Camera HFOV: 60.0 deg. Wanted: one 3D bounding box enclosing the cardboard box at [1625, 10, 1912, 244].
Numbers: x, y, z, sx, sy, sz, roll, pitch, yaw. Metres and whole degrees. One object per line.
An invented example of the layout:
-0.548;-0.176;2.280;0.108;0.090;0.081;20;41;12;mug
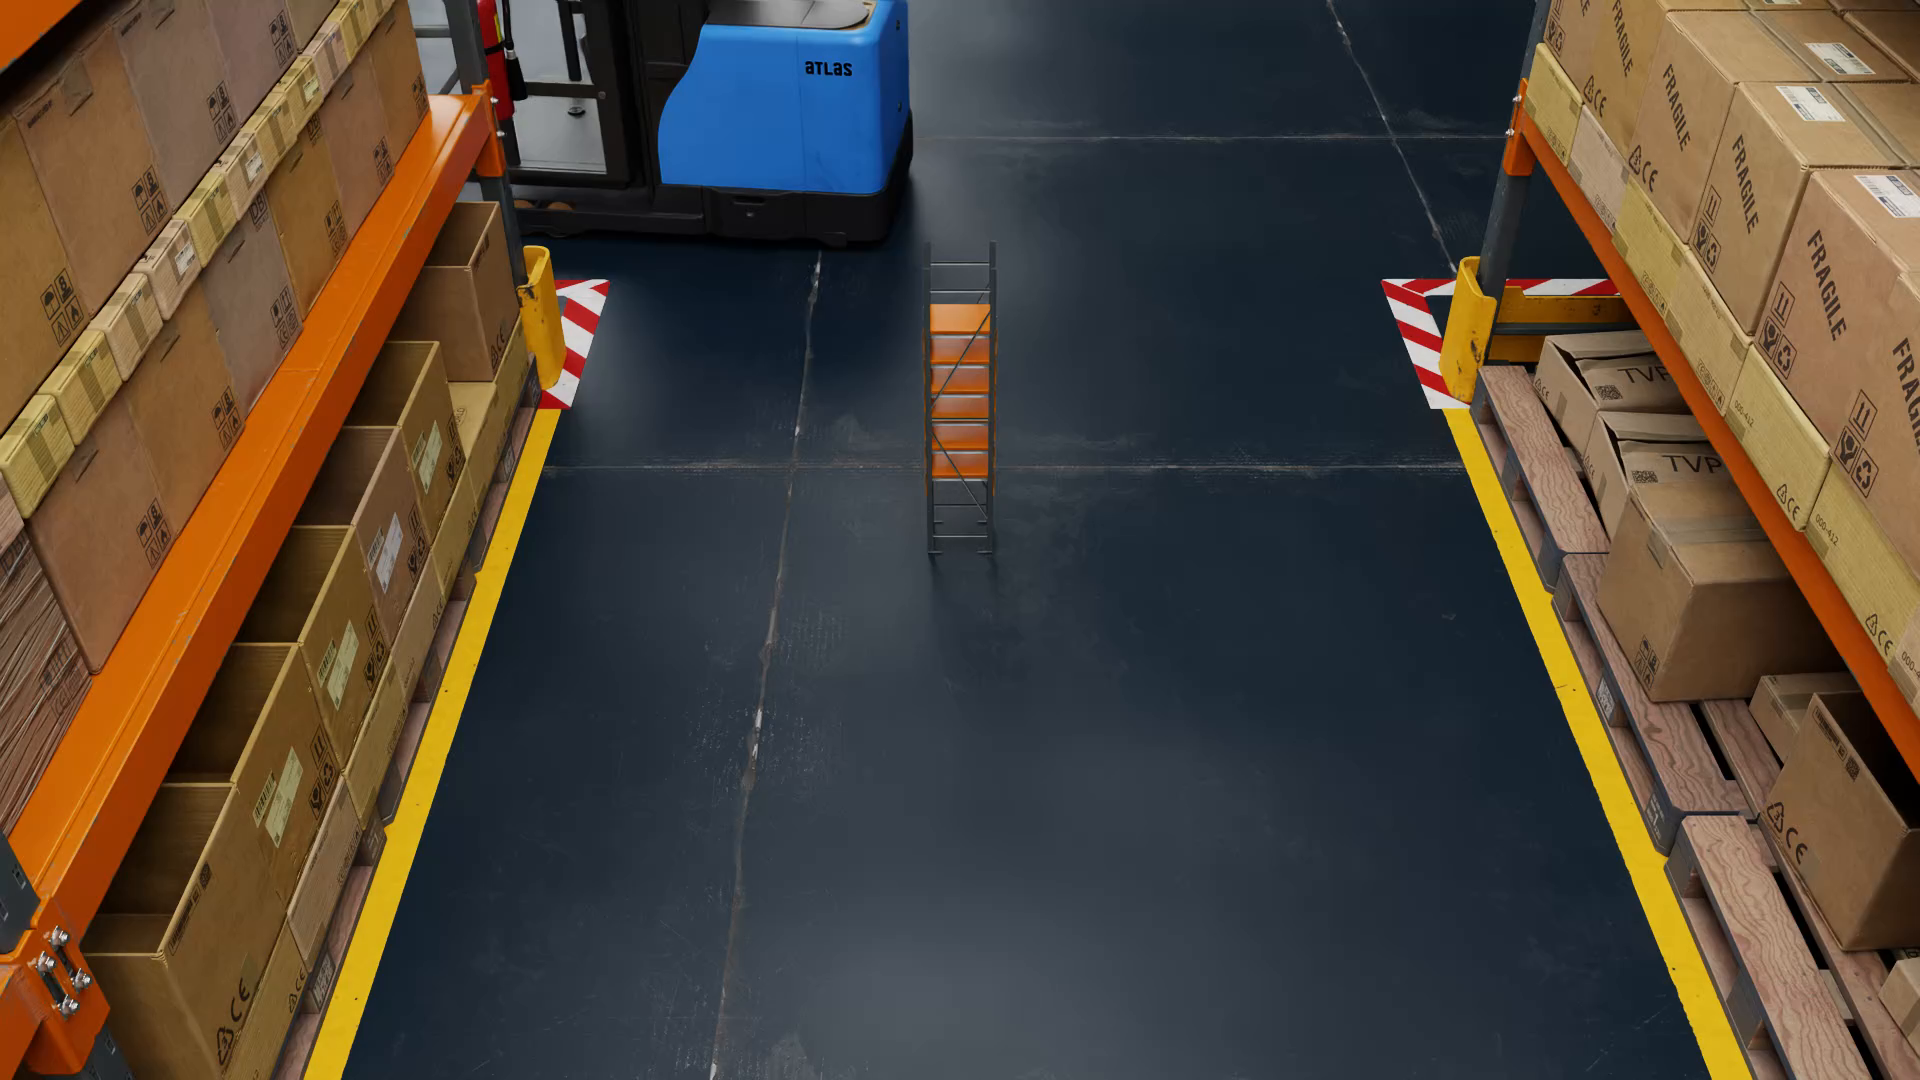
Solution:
2.338;-1.212;4.868;0.500;0.500;0.500;-1;39;-2;cardboard box

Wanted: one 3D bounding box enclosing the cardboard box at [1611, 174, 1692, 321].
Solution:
2.346;-0.901;5.080;0.500;0.250;0.500;-1;39;-1;cardboard box

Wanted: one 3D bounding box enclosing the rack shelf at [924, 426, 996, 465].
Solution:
0.000;-0.349;5.989;0.258;0.103;0.180;0;39;0;rack shelf

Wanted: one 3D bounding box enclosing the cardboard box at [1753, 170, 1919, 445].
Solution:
2.352;-0.564;4.059;0.500;0.500;0.500;-1;39;-1;cardboard box

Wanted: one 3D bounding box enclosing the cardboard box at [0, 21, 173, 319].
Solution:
-2.305;-0.845;3.789;0.700;0.500;0.500;0;39;0;cardboard box

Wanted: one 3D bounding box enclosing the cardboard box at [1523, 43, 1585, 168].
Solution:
2.336;-1.545;5.883;0.500;0.250;0.500;-1;39;-1;cardboard box

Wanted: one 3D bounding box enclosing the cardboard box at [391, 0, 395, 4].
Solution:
-2.110;-1.948;5.684;0.380;0.149;0.250;-1;39;-1;cardboard box

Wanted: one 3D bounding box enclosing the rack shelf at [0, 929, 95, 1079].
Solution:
-2.294;2.138;1.759;1.077;0.370;4.000;0;39;0;rack shelf

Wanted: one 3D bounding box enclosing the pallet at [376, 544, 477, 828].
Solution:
-2.259;0.433;5.541;1.003;0.211;1.213;0;39;0;pallet

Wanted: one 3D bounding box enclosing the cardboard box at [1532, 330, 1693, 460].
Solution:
2.564;-0.590;6.386;0.500;0.311;0.500;-4;39;-5;cardboard box

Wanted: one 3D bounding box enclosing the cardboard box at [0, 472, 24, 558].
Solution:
-2.103;-0.011;3.266;0.380;0.149;0.250;0;39;1;cardboard box

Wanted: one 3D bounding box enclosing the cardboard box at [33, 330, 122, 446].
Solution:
-2.107;-0.336;3.672;0.380;0.149;0.250;0;39;0;cardboard box

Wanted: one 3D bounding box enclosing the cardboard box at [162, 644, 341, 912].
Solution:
-1.992;0.620;4.341;0.500;0.500;0.500;0;39;0;cardboard box

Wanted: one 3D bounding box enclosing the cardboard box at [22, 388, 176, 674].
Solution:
-2.310;-0.040;3.821;0.700;0.500;0.500;0;39;-1;cardboard box

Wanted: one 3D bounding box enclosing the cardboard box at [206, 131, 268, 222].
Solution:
-2.106;-0.978;4.473;0.380;0.149;0.250;-1;39;-1;cardboard box

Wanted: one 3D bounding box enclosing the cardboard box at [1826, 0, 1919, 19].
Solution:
2.857;-1.533;5.269;0.500;0.500;0.500;0;39;1;cardboard box

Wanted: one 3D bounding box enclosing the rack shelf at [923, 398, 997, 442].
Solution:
0.000;-0.443;5.914;0.258;0.103;0.180;0;39;0;rack shelf

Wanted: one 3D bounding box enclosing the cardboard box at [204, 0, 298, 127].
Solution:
-2.305;-1.471;4.569;0.700;0.500;0.500;0;39;0;cardboard box

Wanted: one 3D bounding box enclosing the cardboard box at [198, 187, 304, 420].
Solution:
-2.308;-0.674;4.612;0.700;0.500;0.500;1;39;1;cardboard box

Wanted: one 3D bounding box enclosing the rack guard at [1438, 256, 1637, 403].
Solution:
2.653;-0.878;6.946;1.175;0.500;0.348;0;39;0;rack guard

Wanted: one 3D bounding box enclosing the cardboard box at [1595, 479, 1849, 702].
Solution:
2.515;0.151;5.310;0.700;0.500;0.500;-2;39;-3;cardboard box

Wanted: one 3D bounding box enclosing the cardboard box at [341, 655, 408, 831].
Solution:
-1.984;0.600;4.965;0.500;0.250;0.500;0;39;0;cardboard box

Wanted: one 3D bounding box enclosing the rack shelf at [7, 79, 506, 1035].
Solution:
-2.298;-0.363;4.880;1.077;0.370;4.000;0;39;0;rack shelf

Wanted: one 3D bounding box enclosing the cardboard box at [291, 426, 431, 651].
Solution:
-1.987;-0.005;5.121;0.500;0.500;0.500;0;39;0;cardboard box

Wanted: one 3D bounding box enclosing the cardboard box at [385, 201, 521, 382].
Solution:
-2.002;-0.943;6.292;0.500;0.500;0.500;0;39;0;cardboard box

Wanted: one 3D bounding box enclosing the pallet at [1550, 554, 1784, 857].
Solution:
2.617;0.504;5.452;1.003;0.211;1.213;0;39;0;pallet

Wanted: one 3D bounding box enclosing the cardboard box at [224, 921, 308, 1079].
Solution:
-1.993;1.226;4.185;0.500;0.250;0.500;0;39;0;cardboard box

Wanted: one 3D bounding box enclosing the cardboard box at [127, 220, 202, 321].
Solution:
-2.108;-0.660;4.076;0.380;0.149;0.250;-1;39;-1;cardboard box

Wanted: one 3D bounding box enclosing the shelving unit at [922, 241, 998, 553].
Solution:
0.000;-0.477;5.886;0.258;1.200;0.189;0;39;0;shelving unit

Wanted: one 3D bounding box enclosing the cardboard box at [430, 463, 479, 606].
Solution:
-1.990;-0.025;5.746;0.500;0.250;0.500;0;39;0;cardboard box

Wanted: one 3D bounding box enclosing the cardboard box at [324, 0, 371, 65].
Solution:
-2.108;-1.625;5.280;0.380;0.149;0.250;-1;39;-1;cardboard box

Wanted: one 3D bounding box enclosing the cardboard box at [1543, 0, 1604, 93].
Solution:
2.353;-1.844;5.656;0.500;0.500;0.500;0;39;0;cardboard box

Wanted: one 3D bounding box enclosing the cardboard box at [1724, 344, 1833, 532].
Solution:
2.346;-0.271;4.293;0.500;0.250;0.500;0;39;0;cardboard box

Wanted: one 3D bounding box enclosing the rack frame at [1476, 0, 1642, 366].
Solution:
2.653;-1.901;6.223;1.000;3.000;0.127;0;39;0;rack frame

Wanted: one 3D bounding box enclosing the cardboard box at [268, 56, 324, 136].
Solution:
-2.109;-1.303;4.879;0.380;0.149;0.250;1;39;1;cardboard box

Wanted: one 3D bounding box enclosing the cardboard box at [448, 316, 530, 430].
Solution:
-2.005;-0.651;6.526;0.500;0.250;0.500;0;39;0;cardboard box

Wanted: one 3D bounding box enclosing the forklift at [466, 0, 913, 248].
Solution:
-1.798;-2.935;7.569;3.031;2.935;1.130;4;39;5;forklift

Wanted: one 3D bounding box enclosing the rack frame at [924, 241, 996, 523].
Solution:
0.000;-0.534;5.957;0.240;1.200;0.006;0;39;0;rack frame

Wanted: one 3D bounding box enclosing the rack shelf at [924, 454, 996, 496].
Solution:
0.000;-0.255;6.064;0.258;0.103;0.180;0;39;0;rack shelf

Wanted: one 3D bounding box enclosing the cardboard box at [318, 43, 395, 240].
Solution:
-2.308;-1.313;5.410;0.700;0.500;0.500;1;39;1;cardboard box

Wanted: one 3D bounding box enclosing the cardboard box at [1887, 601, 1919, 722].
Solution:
2.354;0.355;3.512;0.500;0.250;0.500;0;39;0;cardboard box

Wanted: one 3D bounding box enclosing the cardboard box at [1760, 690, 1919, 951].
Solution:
2.616;0.755;4.556;0.500;0.500;0.500;-3;39;-3;cardboard box

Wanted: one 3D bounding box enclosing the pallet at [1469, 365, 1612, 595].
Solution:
2.619;-0.257;6.402;1.003;0.211;1.213;0;39;0;pallet
